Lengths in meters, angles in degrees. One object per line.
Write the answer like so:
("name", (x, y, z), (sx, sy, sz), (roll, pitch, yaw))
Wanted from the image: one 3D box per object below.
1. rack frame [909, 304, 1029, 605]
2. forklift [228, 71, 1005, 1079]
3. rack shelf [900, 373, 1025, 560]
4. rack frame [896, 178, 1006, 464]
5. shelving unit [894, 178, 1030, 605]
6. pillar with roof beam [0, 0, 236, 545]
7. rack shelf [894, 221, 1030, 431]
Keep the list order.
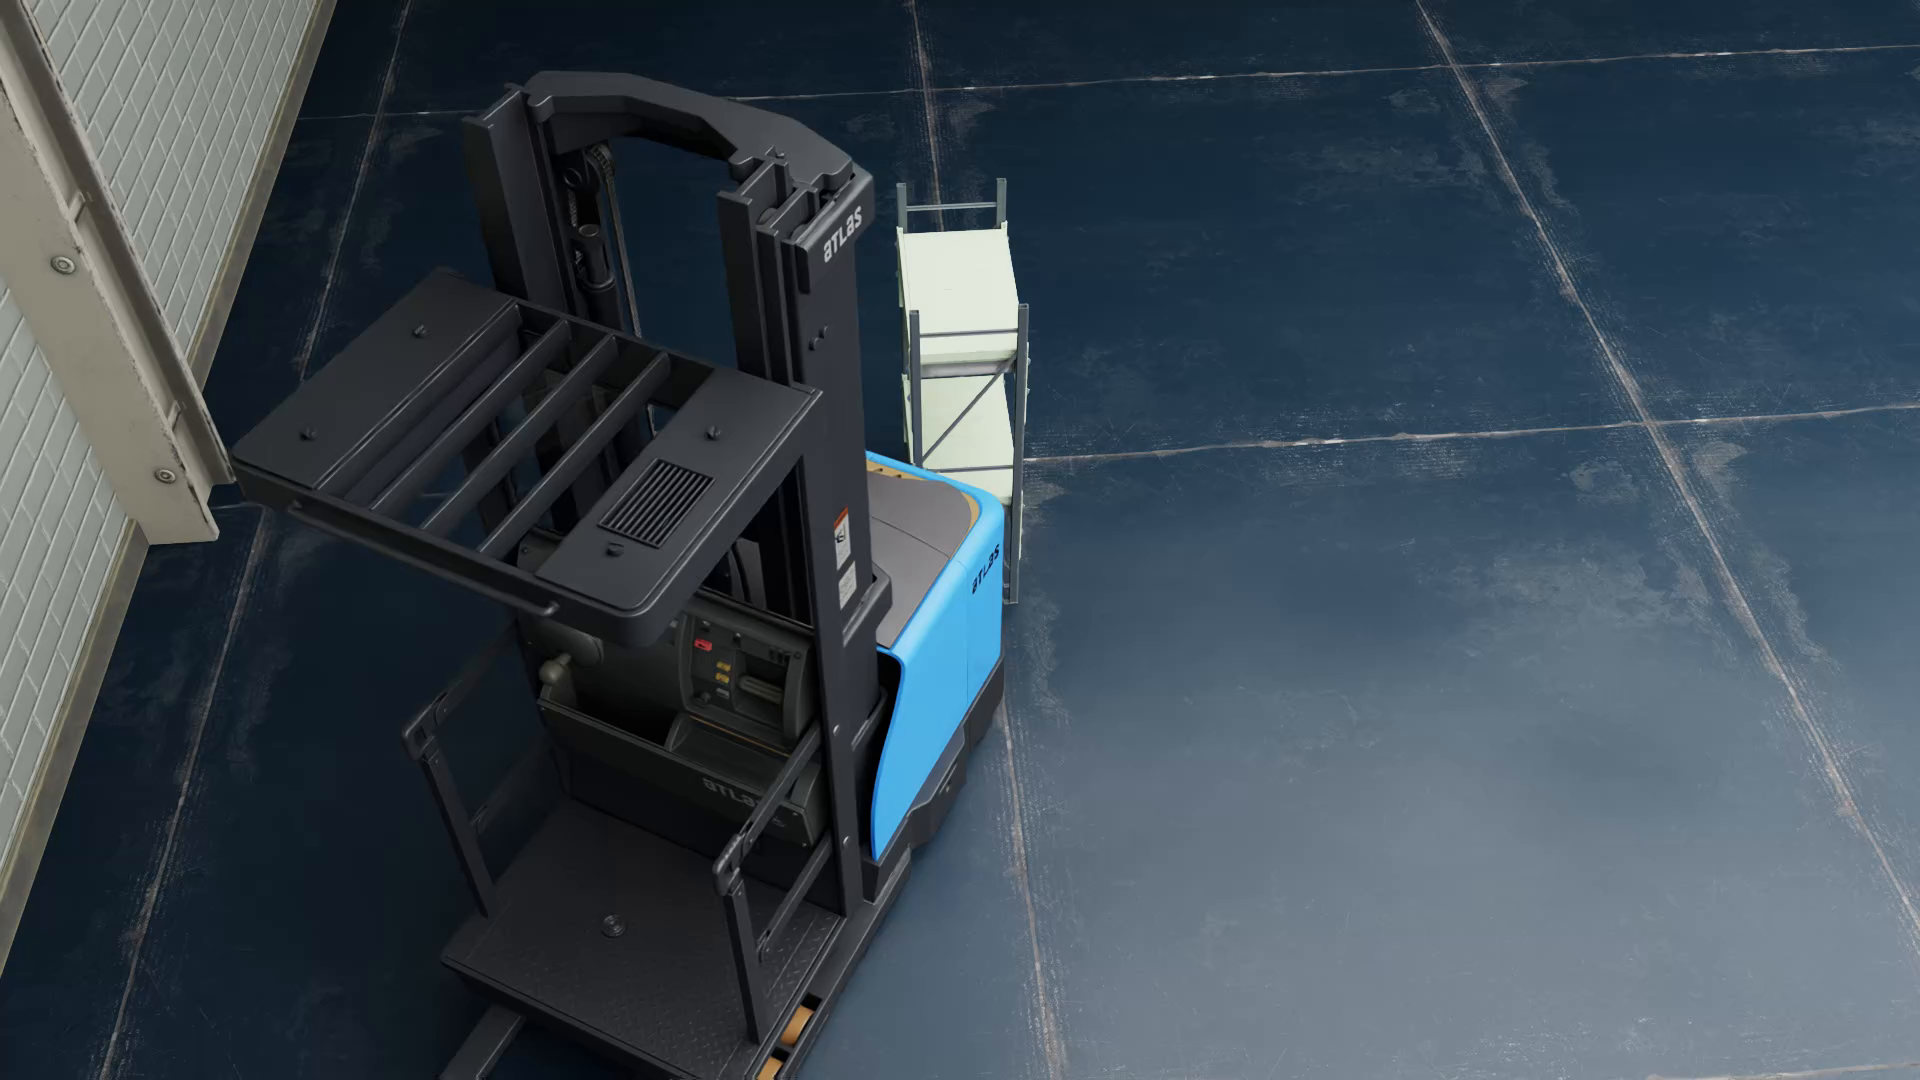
("rack frame", (0.030, -0.256, 6.096), (0.400, 1.500, 0.023), (-3, 47, -3))
("forklift", (-0.931, 0.397, 4.492), (1.130, 2.935, 3.031), (19, 50, 17))
("rack shelf", (-0.001, -0.296, 6.583), (0.431, 0.370, 0.720), (-3, 47, -3))
("rack frame", (-0.031, -0.785, 6.597), (0.400, 1.500, 0.023), (-3, 47, -3))
("shelving unit", (-0.001, -0.521, 6.347), (0.431, 1.500, 0.755), (-3, 47, -3))
("pillar with roof beam", (1.043, -3.488, 3.992), (9.100, 9.000, 0.400), (-3, 47, -3))
("rack shelf", (-0.001, -0.789, 6.063), (0.431, 0.370, 0.720), (-3, 47, -3))
